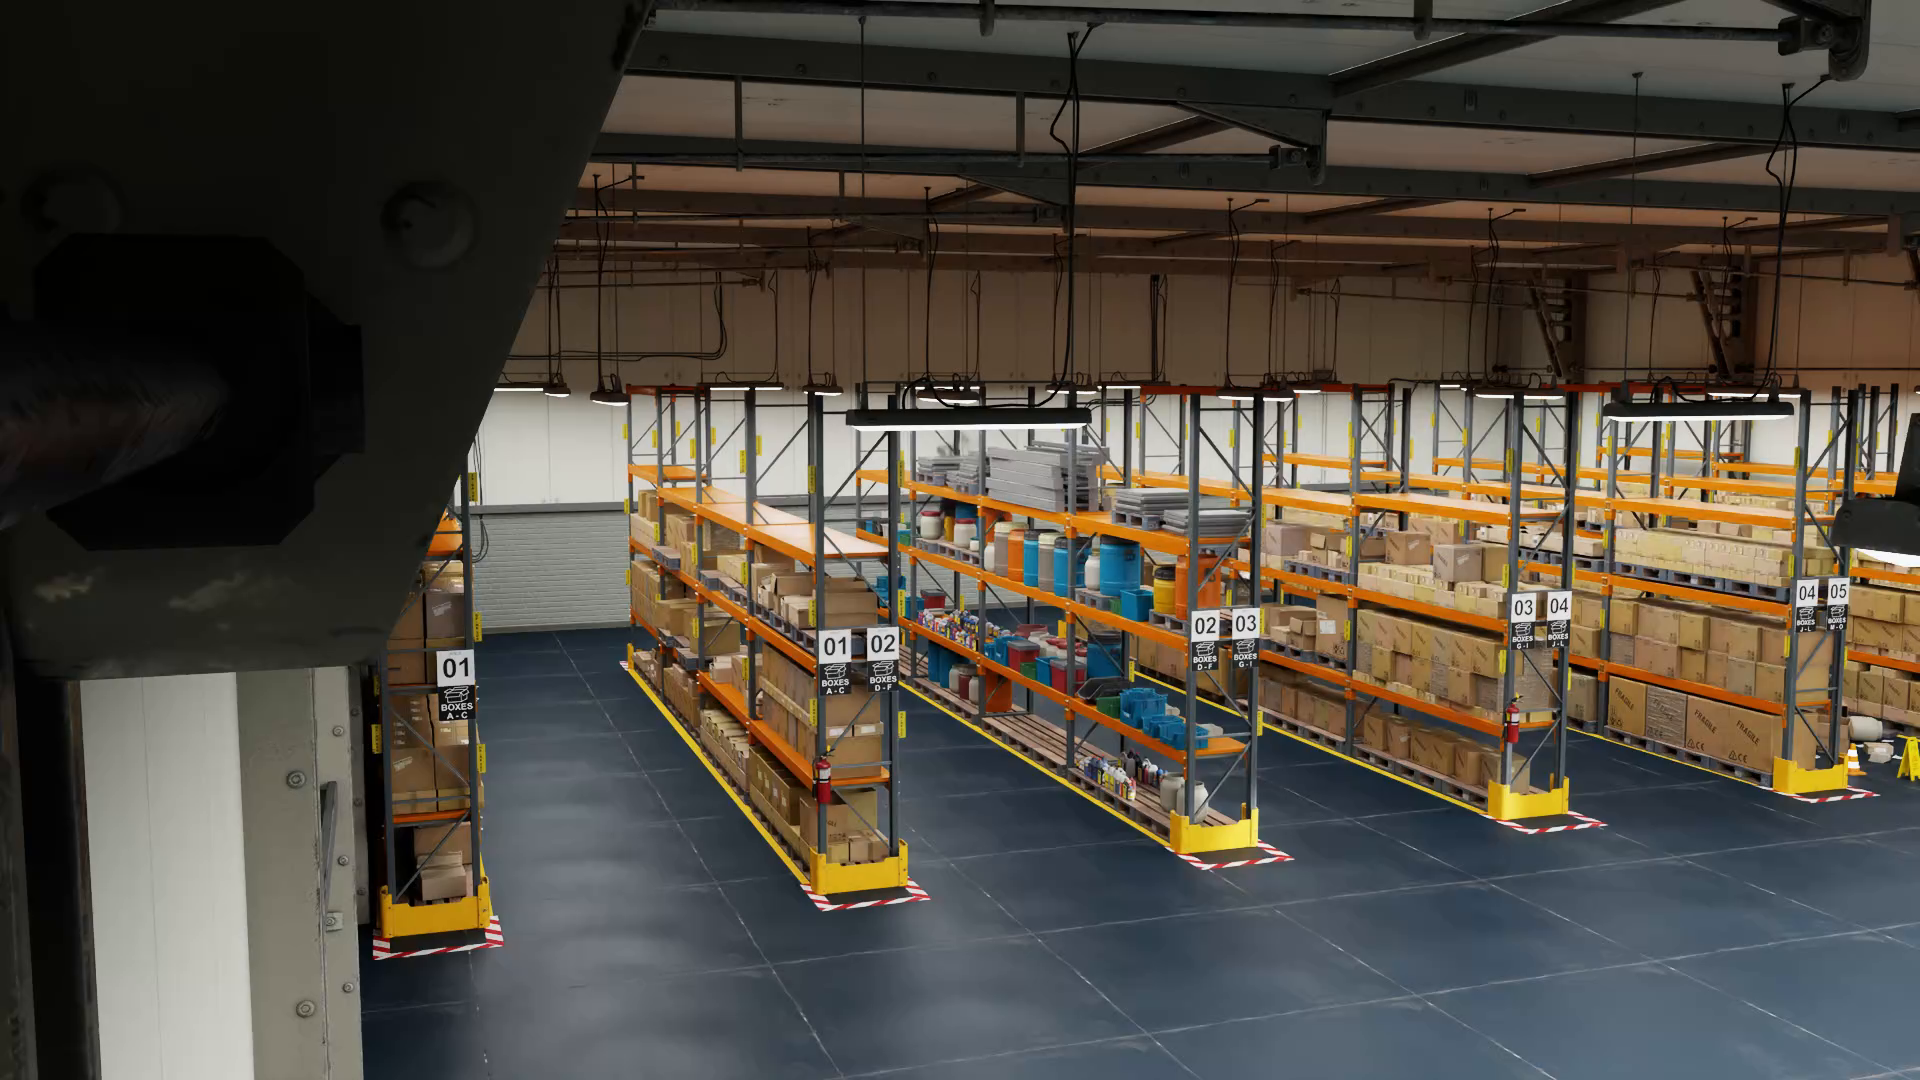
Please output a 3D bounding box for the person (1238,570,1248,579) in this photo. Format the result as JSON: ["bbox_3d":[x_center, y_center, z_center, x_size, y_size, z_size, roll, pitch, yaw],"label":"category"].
[{"bbox_3d":[6.939,1.264,41.289,0.551,1.600,0.676,1,6,8],"label":"person"}]
